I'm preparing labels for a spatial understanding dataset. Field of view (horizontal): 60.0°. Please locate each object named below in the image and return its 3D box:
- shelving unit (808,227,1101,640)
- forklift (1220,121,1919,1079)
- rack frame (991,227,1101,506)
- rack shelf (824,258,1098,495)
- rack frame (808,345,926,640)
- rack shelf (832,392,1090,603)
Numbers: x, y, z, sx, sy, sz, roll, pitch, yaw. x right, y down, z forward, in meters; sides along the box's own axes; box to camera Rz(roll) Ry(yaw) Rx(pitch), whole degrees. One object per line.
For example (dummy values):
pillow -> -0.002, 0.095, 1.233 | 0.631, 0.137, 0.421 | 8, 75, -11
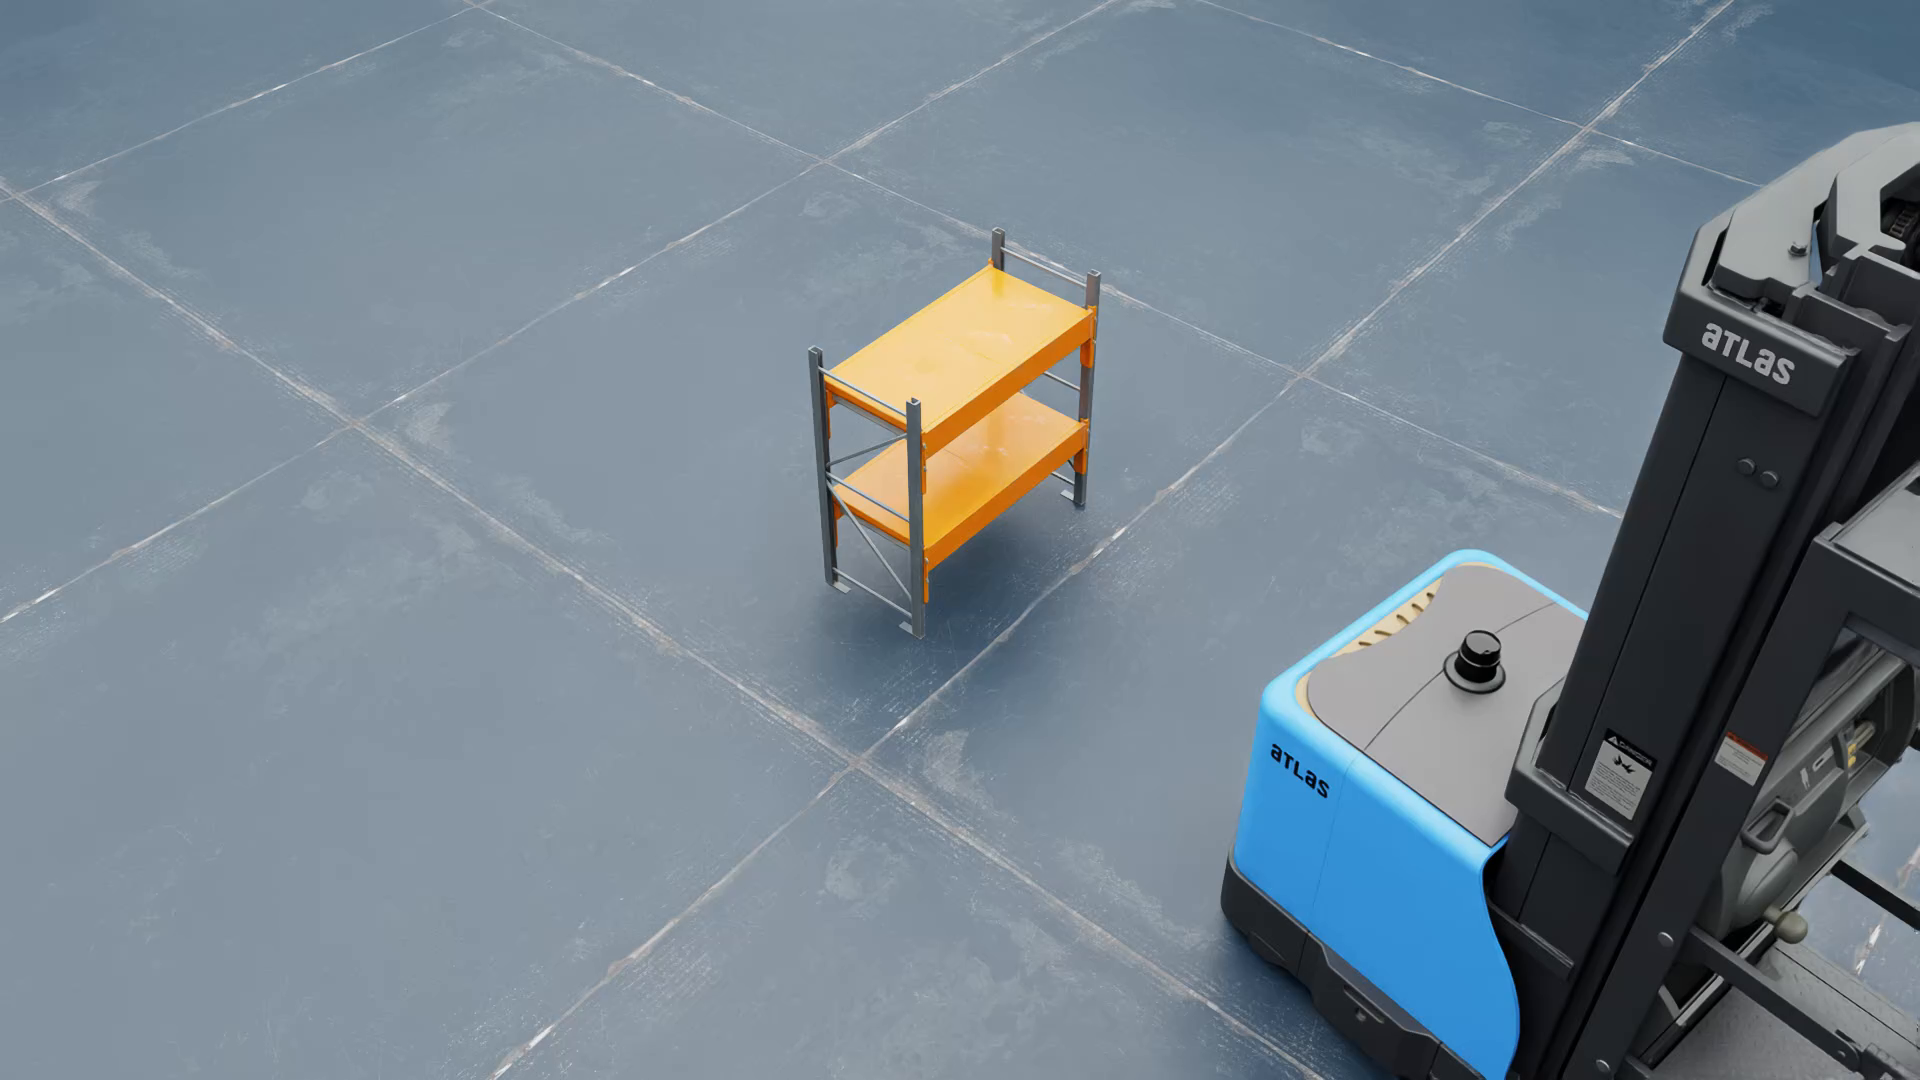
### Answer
shelving unit -> -0.004, -0.413, 6.368 | 0.538, 1.125, 1.048 | 29, 50, 28
forklift -> 2.178, 0.677, 3.827 | 1.130, 2.935, 3.031 | -30, 50, -29
rack frame -> 0.323, -0.674, 6.656 | 0.500, 1.125, 0.032 | 29, 50, 28
rack shelf -> -0.004, -0.629, 6.171 | 0.538, 0.278, 1.000 | 29, 50, 28
rack frame -> -0.332, -0.151, 6.080 | 0.500, 1.125, 0.032 | 29, 50, 28
rack shelf -> -0.004, -0.232, 6.532 | 0.538, 0.278, 1.000 | 29, 50, 28
